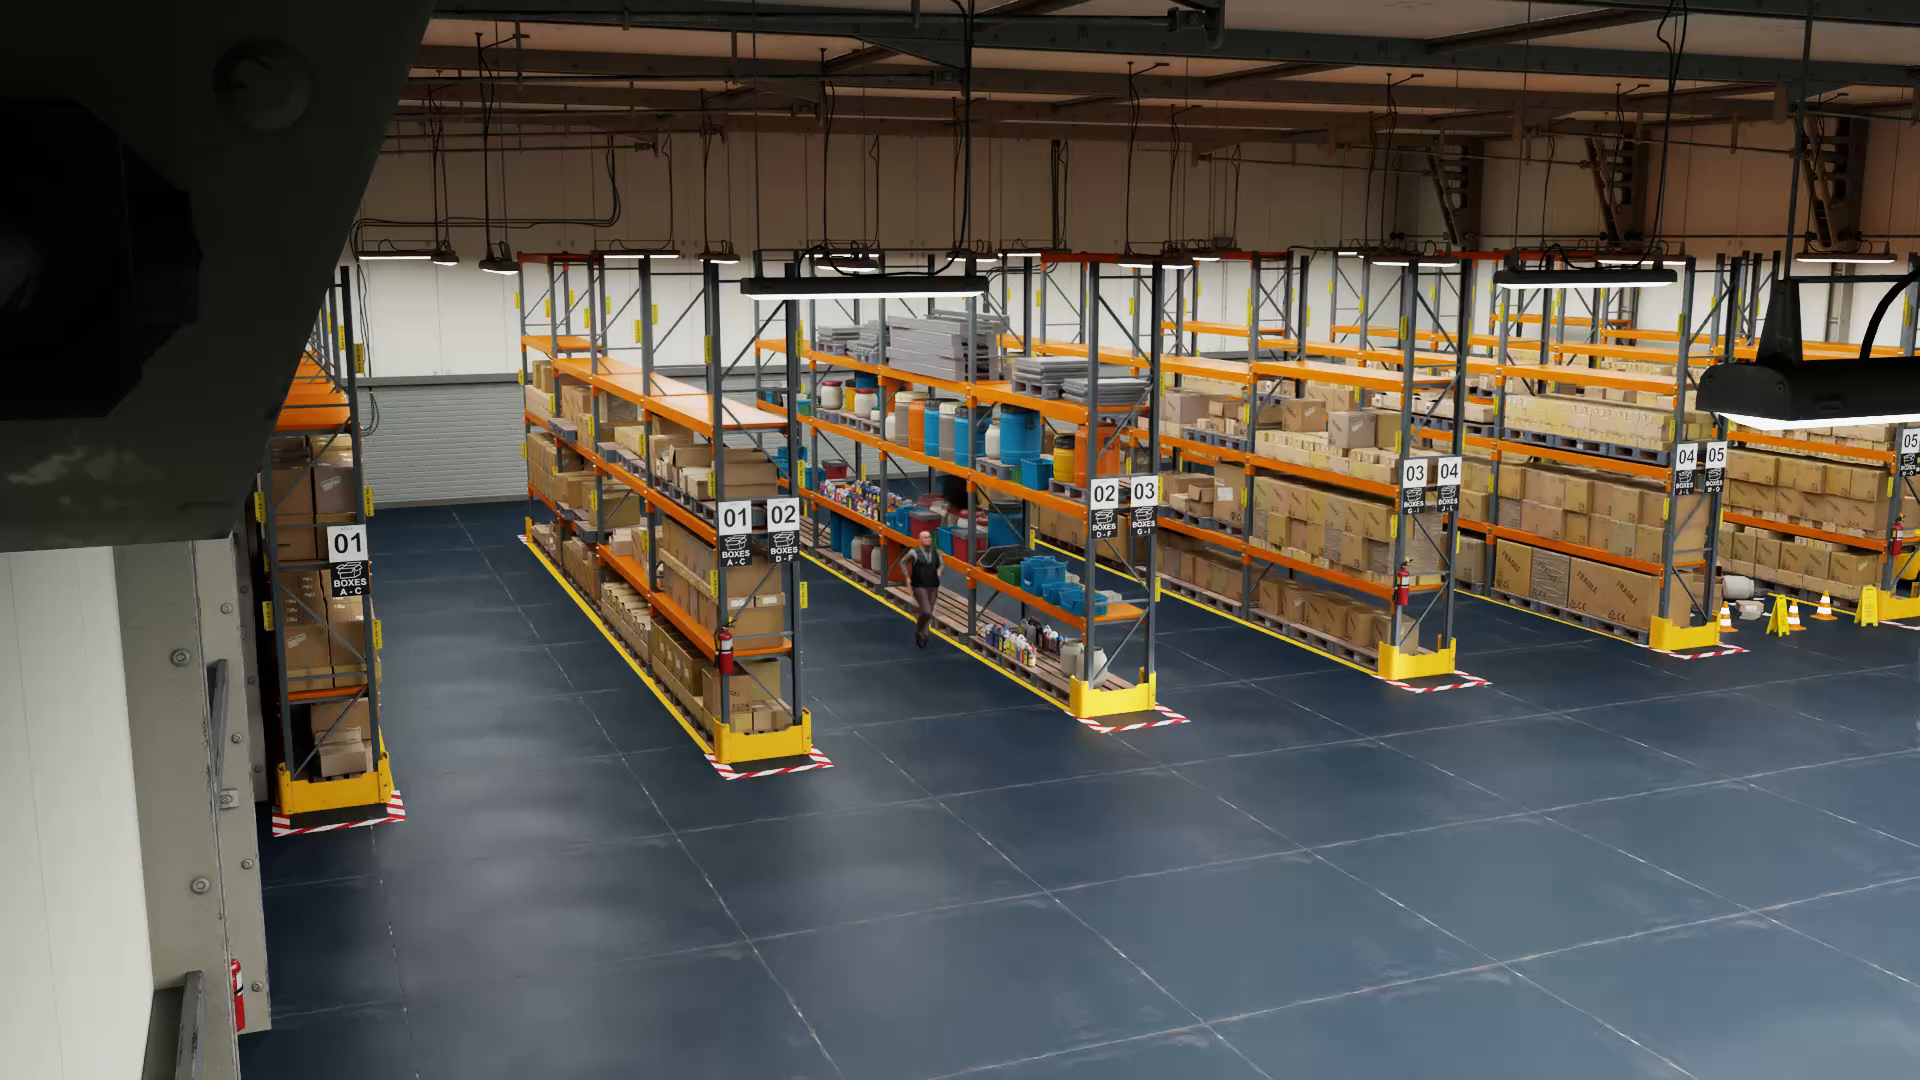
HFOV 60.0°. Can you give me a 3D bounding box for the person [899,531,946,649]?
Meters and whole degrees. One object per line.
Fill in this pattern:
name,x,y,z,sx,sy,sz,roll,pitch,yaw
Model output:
person,-0.497,0.747,24.696,0.639,1.762,0.666,-6,12,-28
